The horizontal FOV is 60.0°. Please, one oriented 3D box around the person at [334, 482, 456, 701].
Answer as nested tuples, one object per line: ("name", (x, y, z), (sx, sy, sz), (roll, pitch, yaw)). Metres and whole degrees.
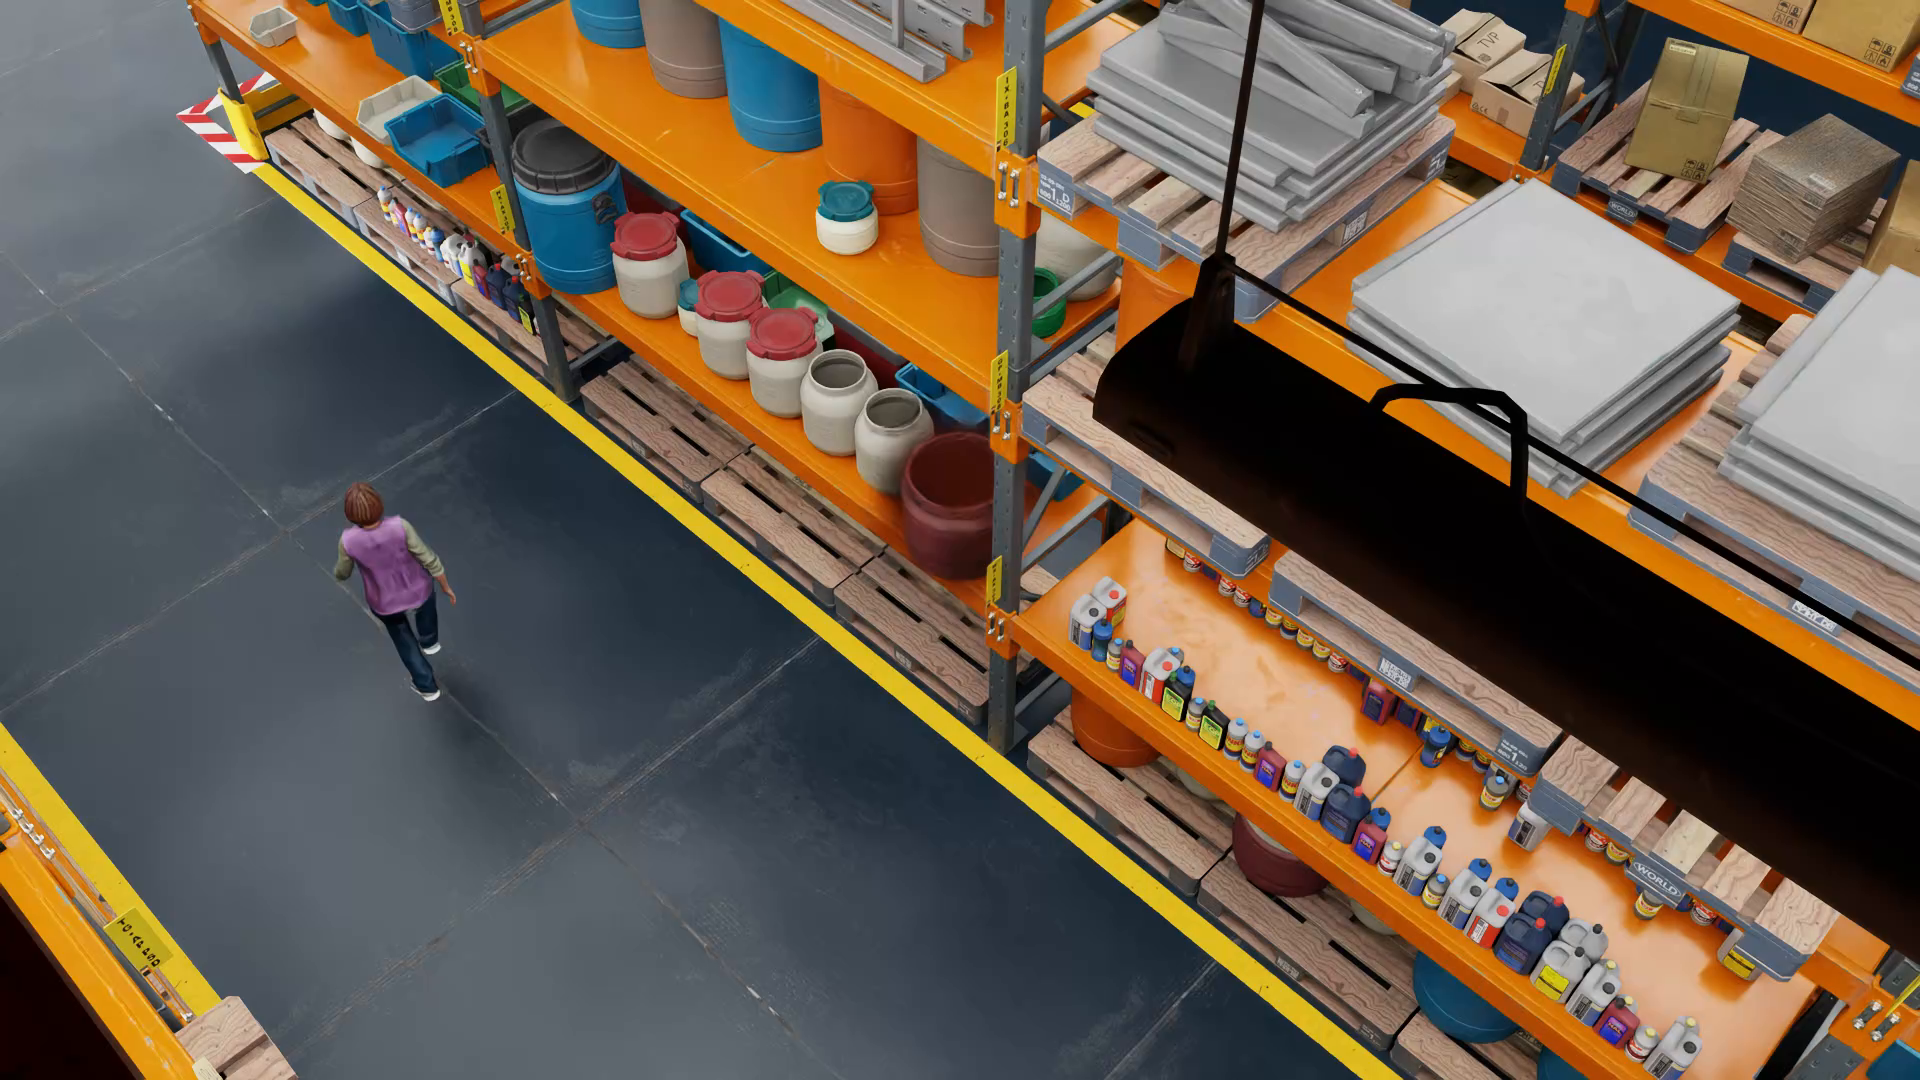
("person", (-3.025, 0.232, 8.911), (0.537, 1.456, 0.632), (-19, 53, -15))
